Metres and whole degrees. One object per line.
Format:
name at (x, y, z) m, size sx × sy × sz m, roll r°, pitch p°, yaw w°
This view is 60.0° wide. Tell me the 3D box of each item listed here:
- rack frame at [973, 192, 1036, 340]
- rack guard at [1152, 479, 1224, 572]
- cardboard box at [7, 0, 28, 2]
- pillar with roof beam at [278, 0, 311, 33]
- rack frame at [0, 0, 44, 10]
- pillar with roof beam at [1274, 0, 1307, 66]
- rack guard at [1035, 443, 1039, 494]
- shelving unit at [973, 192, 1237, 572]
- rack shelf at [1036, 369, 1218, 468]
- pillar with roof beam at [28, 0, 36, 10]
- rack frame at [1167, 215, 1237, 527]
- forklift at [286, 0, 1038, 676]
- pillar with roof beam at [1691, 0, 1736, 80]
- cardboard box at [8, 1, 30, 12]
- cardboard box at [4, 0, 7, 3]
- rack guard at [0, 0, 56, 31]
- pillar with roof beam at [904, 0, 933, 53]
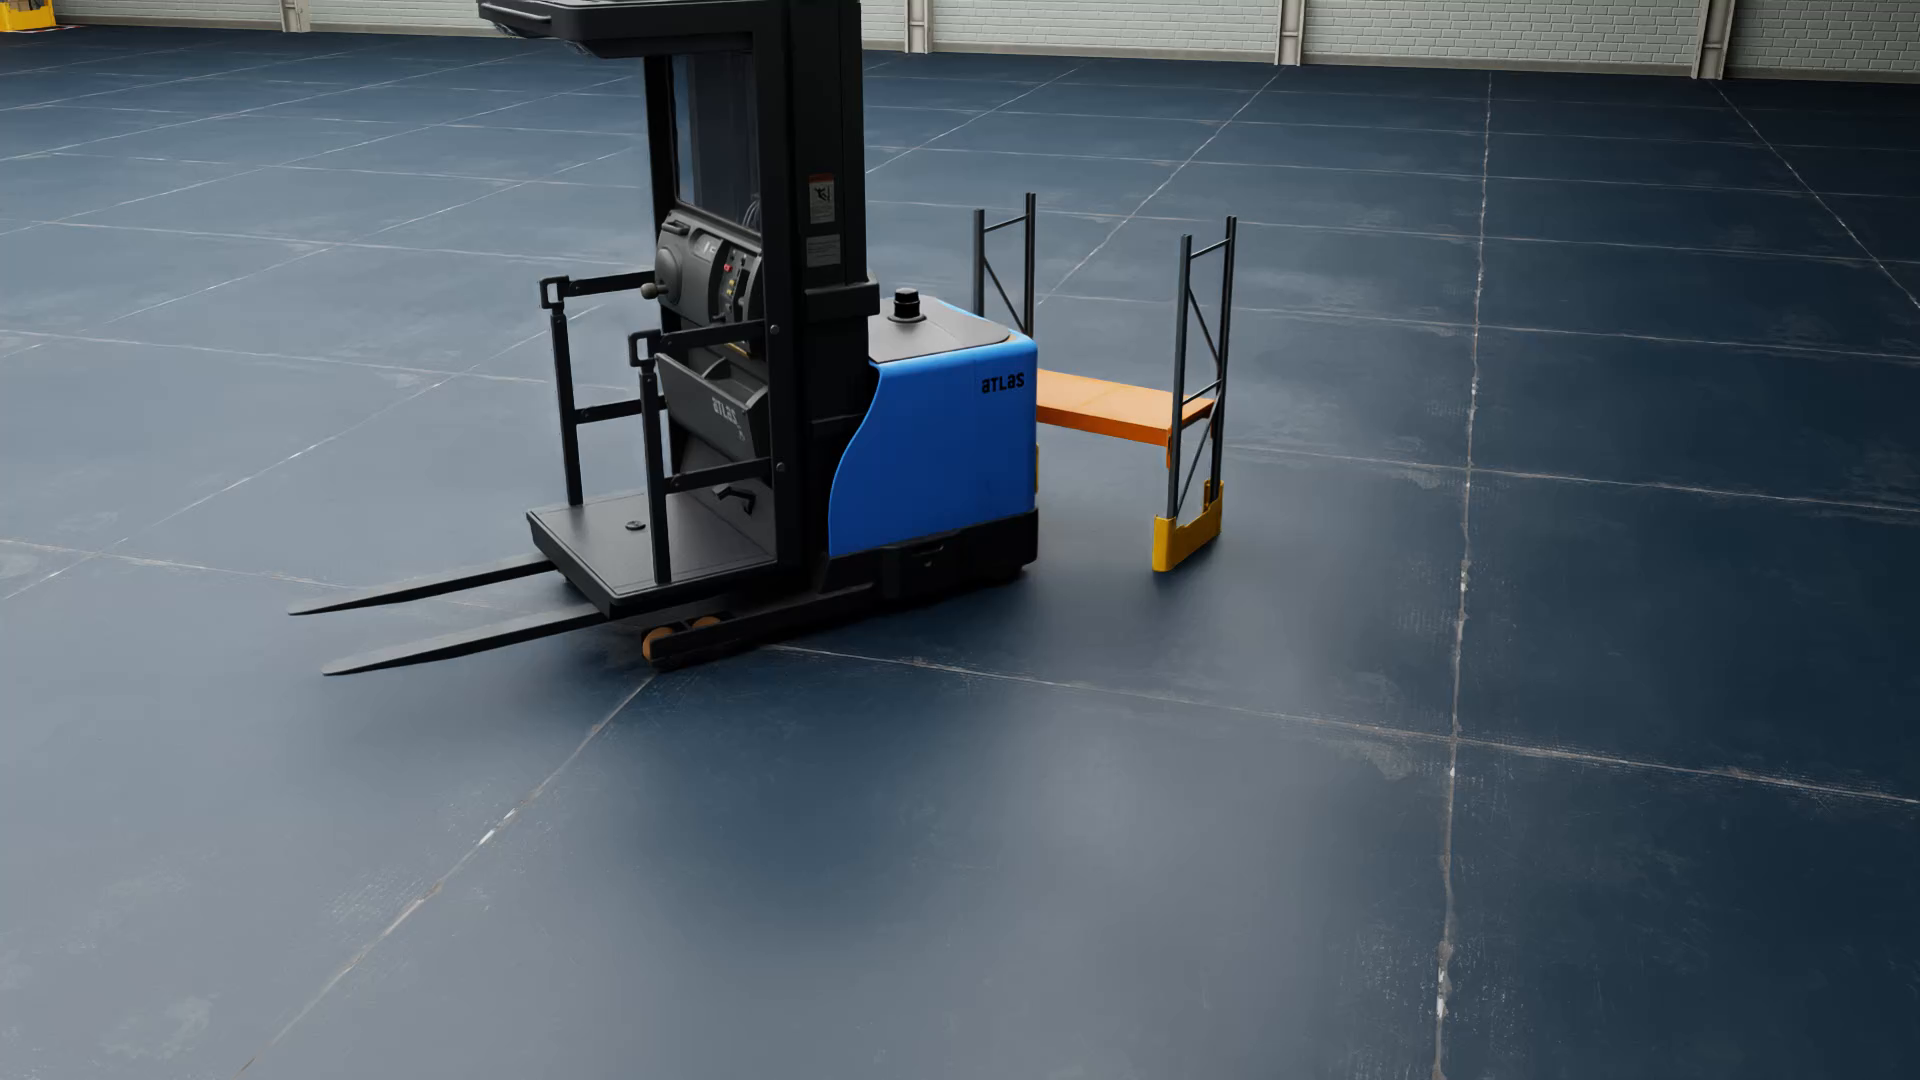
rack frame at (0.207, -0.854, 7.876) m, size 0.032 × 1.500 × 0.500 m, roll 14°, pitch 26°, yaw 30°
rack guard at (1.047, -0.072, 7.616) m, size 0.087 × 0.250 × 0.587 m, roll 14°, pitch 26°, yaw 30°
cardboard box at (-17.888, -10.251, 31.218) m, size 0.500 × 0.250 × 0.500 m, roll 7°, pitch 23°, yaw 16°
pillar with roof beam at (-13.403, -11.928, 24.991) m, size 0.400 × 9.000 × 9.100 m, roll 7°, pitch 23°, yaw 16°
rack frame at (-17.497, -10.970, 30.561) m, size 0.127 × 3.000 × 1.000 m, roll 7°, pitch 23°, yaw 16°
pillar with roof beam at (3.830, -9.954, 20.180) m, size 0.400 × 9.000 × 9.100 m, roll 7°, pitch 23°, yaw 16°
rack guard at (0.208, -0.276, 8.112) m, size 0.087 × 0.250 × 0.587 m, roll 14°, pitch 26°, yaw 30°
shelving unit at (0.628, -0.752, 7.627) m, size 1.083 × 1.500 × 0.587 m, roll 14°, pitch 26°, yaw 30°
rack shelf at (0.635, -0.584, 7.691) m, size 1.000 × 0.185 × 0.538 m, roll 14°, pitch 26°, yaw 30°
pillar with roof beam at (-19.147, -12.585, 26.594) m, size 0.400 × 9.000 × 9.100 m, roll 7°, pitch 23°, yaw 16°
rack frame at (1.063, -0.646, 7.369) m, size 0.032 × 1.500 × 0.500 m, roll 14°, pitch 26°, yaw 30°
forklift at (-1.181, -1.072, 6.522) m, size 3.031 × 2.935 × 1.130 m, roll -13°, pitch 26°, yaw -29°
pillar with roof beam at (9.574, -9.297, 18.577) m, size 0.400 × 9.000 × 9.100 m, roll 7°, pitch 23°, yaw 16°
cardboard box at (-17.911, -10.017, 31.308) m, size 0.500 × 0.250 × 0.500 m, roll 7°, pitch 23°, yaw 16°
cardboard box at (-18.054, -10.063, 30.762) m, size 0.500 × 0.250 × 0.500 m, roll 6°, pitch 23°, yaw 15°
rack guard at (-17.474, -9.811, 31.029) m, size 0.348 × 0.500 × 1.175 m, roll 7°, pitch 23°, yaw 16°
pillar with roof beam at (-1.914, -10.612, 21.784) m, size 0.400 × 9.000 × 9.100 m, roll 7°, pitch 23°, yaw 16°
